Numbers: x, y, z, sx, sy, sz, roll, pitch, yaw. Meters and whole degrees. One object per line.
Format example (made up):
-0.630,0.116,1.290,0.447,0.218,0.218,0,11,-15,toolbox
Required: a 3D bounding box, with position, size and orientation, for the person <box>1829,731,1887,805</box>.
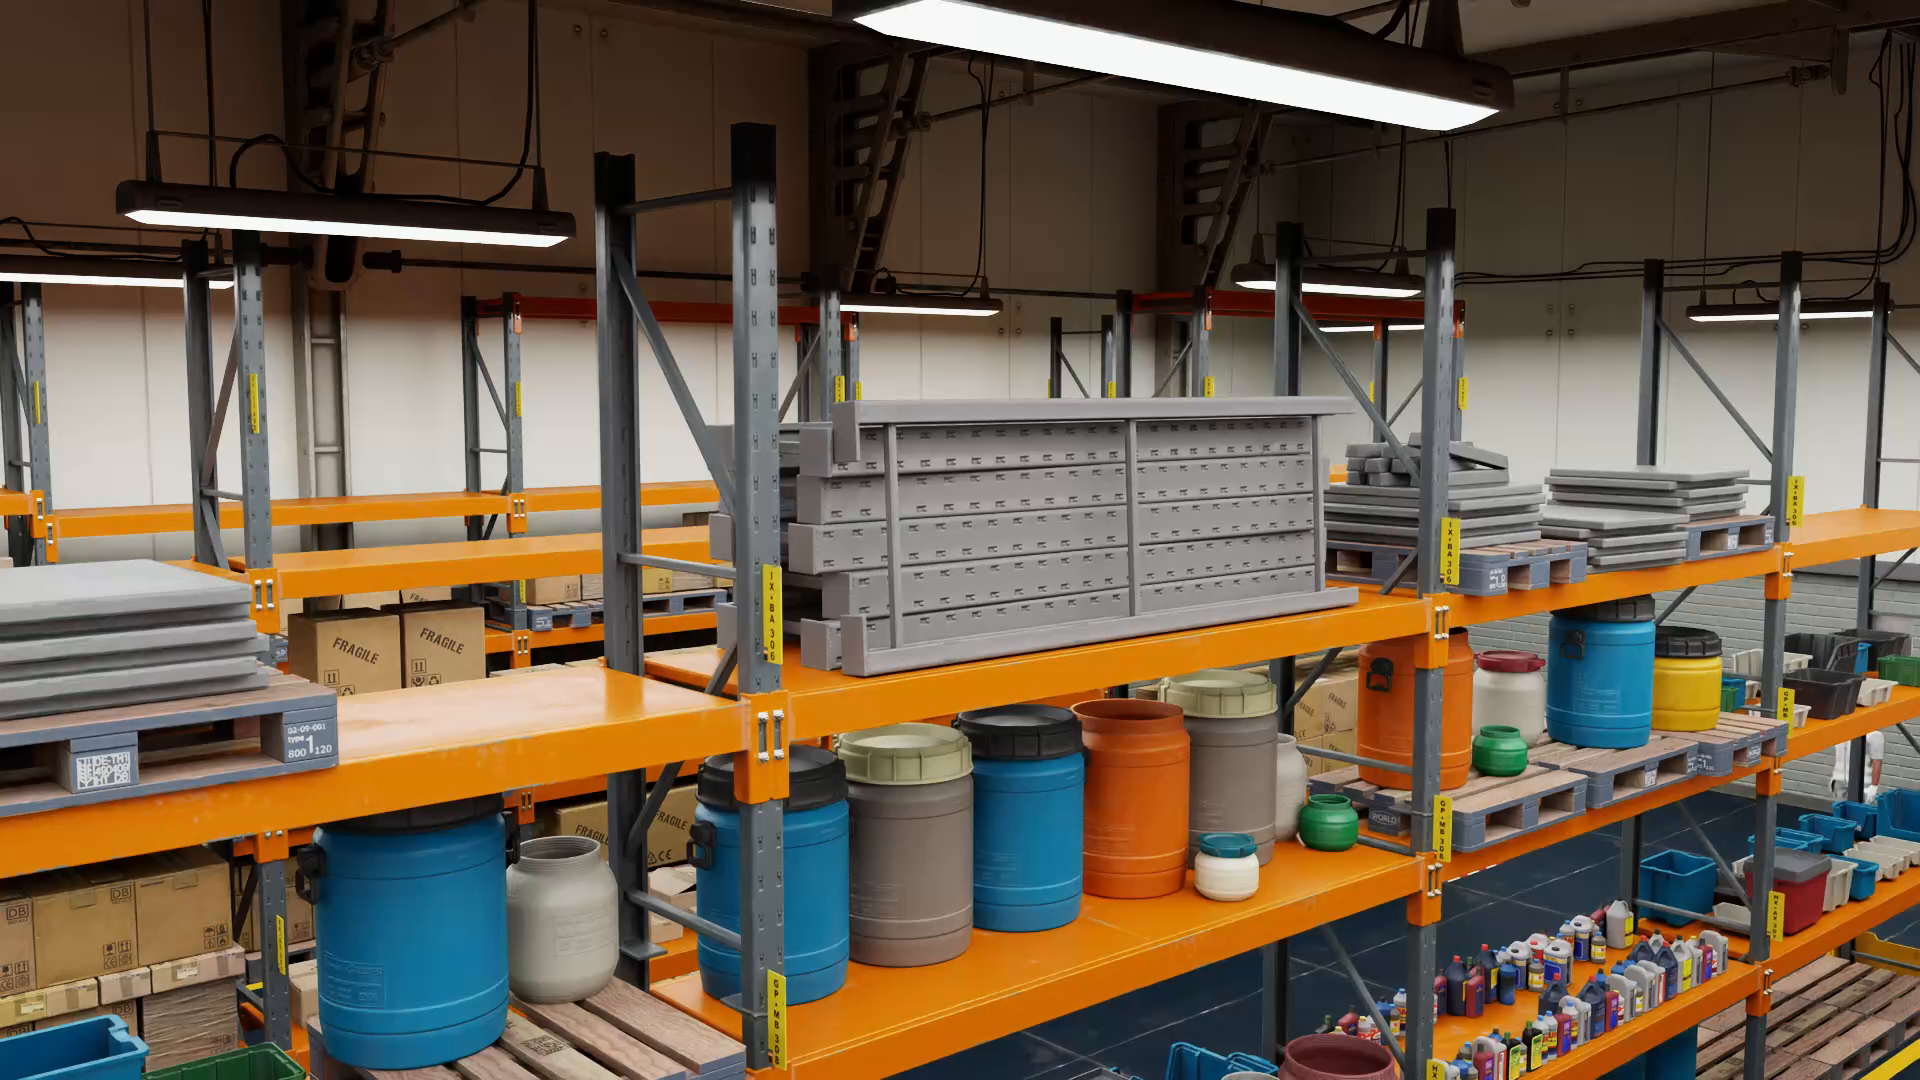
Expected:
9.486,2.601,17.715,0.642,1.778,0.570,-3,6,-32,person
